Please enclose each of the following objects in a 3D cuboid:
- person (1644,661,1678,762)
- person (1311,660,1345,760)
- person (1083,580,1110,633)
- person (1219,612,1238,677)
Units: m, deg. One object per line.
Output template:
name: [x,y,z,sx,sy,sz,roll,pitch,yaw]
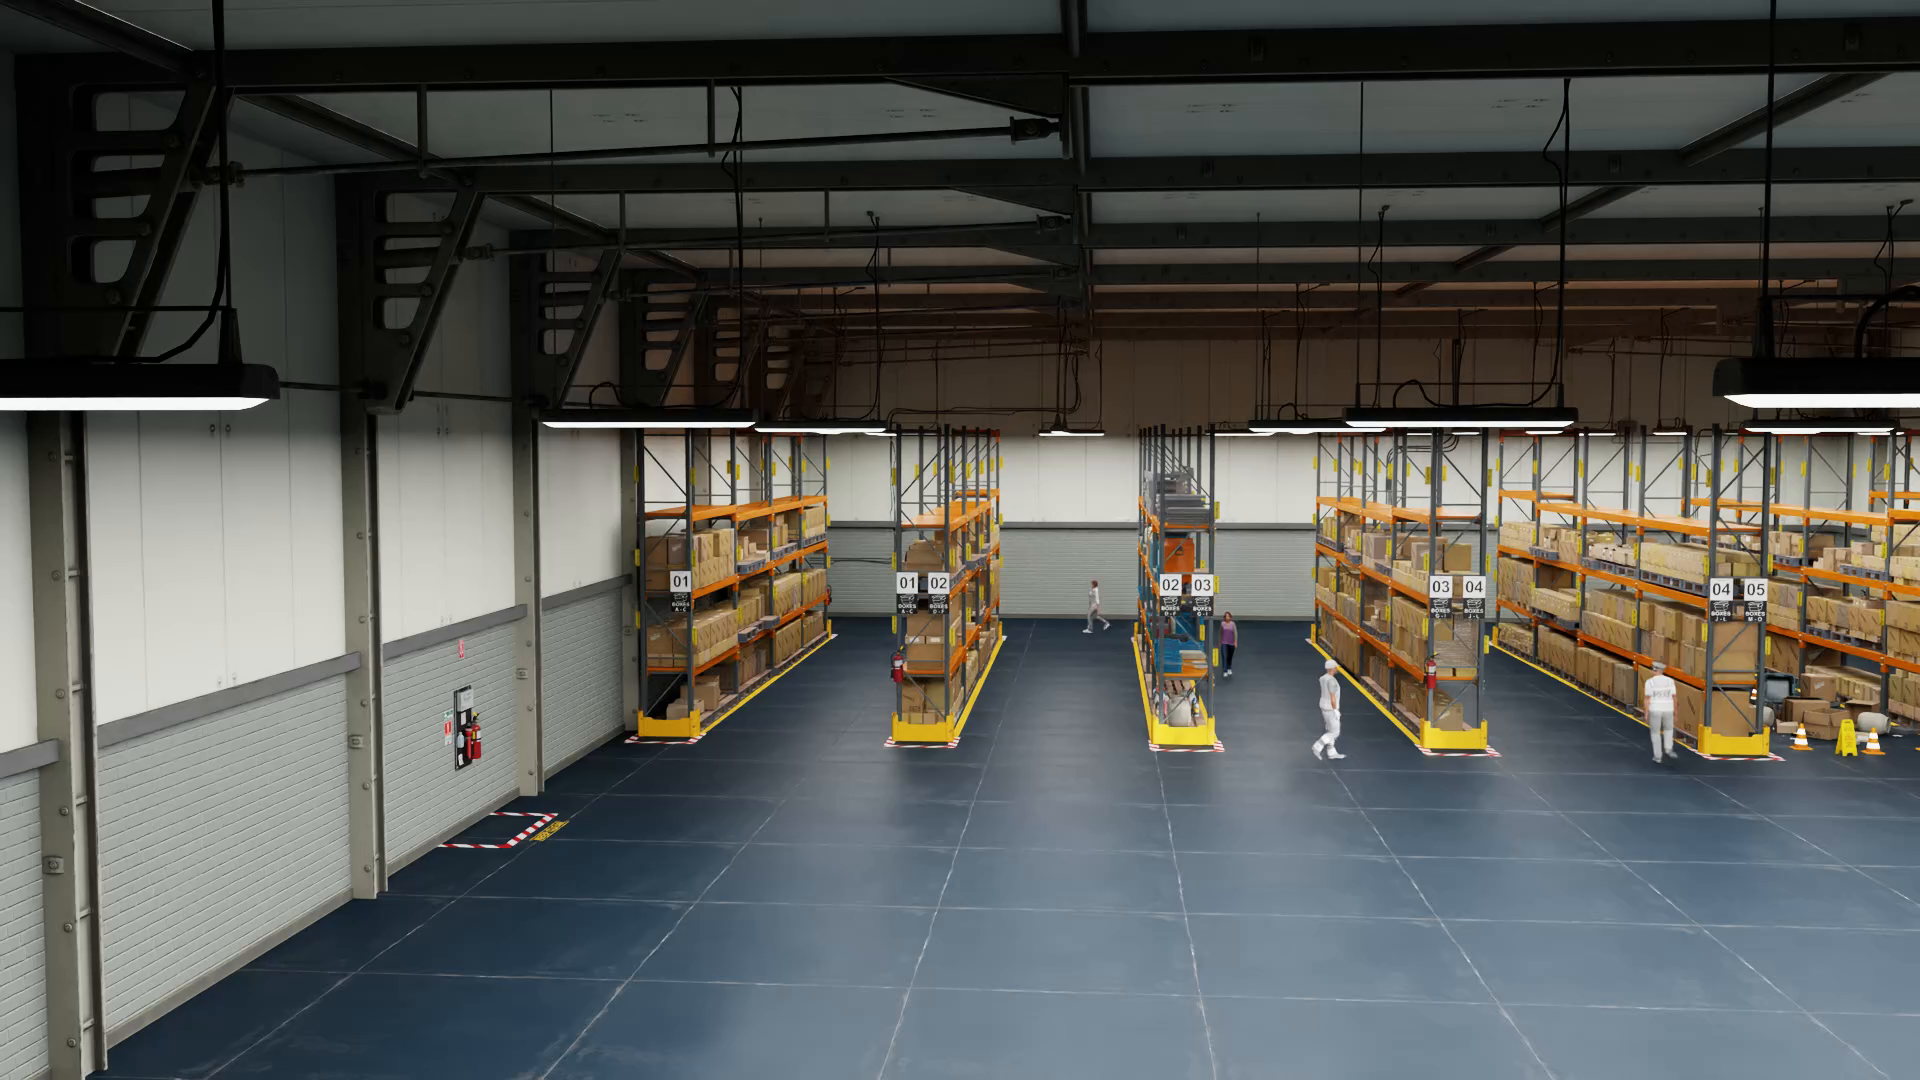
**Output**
person: [12.410,3.044,29.440,0.578,1.757,0.495,1,4,13]
person: [6.548,3.024,29.616,0.686,1.789,0.557,0,4,-8]
person: [4.019,1.946,48.992,0.819,1.563,0.414,0,3,-1]
person: [6.448,2.498,39.935,0.434,1.547,0.946,0,3,5]
